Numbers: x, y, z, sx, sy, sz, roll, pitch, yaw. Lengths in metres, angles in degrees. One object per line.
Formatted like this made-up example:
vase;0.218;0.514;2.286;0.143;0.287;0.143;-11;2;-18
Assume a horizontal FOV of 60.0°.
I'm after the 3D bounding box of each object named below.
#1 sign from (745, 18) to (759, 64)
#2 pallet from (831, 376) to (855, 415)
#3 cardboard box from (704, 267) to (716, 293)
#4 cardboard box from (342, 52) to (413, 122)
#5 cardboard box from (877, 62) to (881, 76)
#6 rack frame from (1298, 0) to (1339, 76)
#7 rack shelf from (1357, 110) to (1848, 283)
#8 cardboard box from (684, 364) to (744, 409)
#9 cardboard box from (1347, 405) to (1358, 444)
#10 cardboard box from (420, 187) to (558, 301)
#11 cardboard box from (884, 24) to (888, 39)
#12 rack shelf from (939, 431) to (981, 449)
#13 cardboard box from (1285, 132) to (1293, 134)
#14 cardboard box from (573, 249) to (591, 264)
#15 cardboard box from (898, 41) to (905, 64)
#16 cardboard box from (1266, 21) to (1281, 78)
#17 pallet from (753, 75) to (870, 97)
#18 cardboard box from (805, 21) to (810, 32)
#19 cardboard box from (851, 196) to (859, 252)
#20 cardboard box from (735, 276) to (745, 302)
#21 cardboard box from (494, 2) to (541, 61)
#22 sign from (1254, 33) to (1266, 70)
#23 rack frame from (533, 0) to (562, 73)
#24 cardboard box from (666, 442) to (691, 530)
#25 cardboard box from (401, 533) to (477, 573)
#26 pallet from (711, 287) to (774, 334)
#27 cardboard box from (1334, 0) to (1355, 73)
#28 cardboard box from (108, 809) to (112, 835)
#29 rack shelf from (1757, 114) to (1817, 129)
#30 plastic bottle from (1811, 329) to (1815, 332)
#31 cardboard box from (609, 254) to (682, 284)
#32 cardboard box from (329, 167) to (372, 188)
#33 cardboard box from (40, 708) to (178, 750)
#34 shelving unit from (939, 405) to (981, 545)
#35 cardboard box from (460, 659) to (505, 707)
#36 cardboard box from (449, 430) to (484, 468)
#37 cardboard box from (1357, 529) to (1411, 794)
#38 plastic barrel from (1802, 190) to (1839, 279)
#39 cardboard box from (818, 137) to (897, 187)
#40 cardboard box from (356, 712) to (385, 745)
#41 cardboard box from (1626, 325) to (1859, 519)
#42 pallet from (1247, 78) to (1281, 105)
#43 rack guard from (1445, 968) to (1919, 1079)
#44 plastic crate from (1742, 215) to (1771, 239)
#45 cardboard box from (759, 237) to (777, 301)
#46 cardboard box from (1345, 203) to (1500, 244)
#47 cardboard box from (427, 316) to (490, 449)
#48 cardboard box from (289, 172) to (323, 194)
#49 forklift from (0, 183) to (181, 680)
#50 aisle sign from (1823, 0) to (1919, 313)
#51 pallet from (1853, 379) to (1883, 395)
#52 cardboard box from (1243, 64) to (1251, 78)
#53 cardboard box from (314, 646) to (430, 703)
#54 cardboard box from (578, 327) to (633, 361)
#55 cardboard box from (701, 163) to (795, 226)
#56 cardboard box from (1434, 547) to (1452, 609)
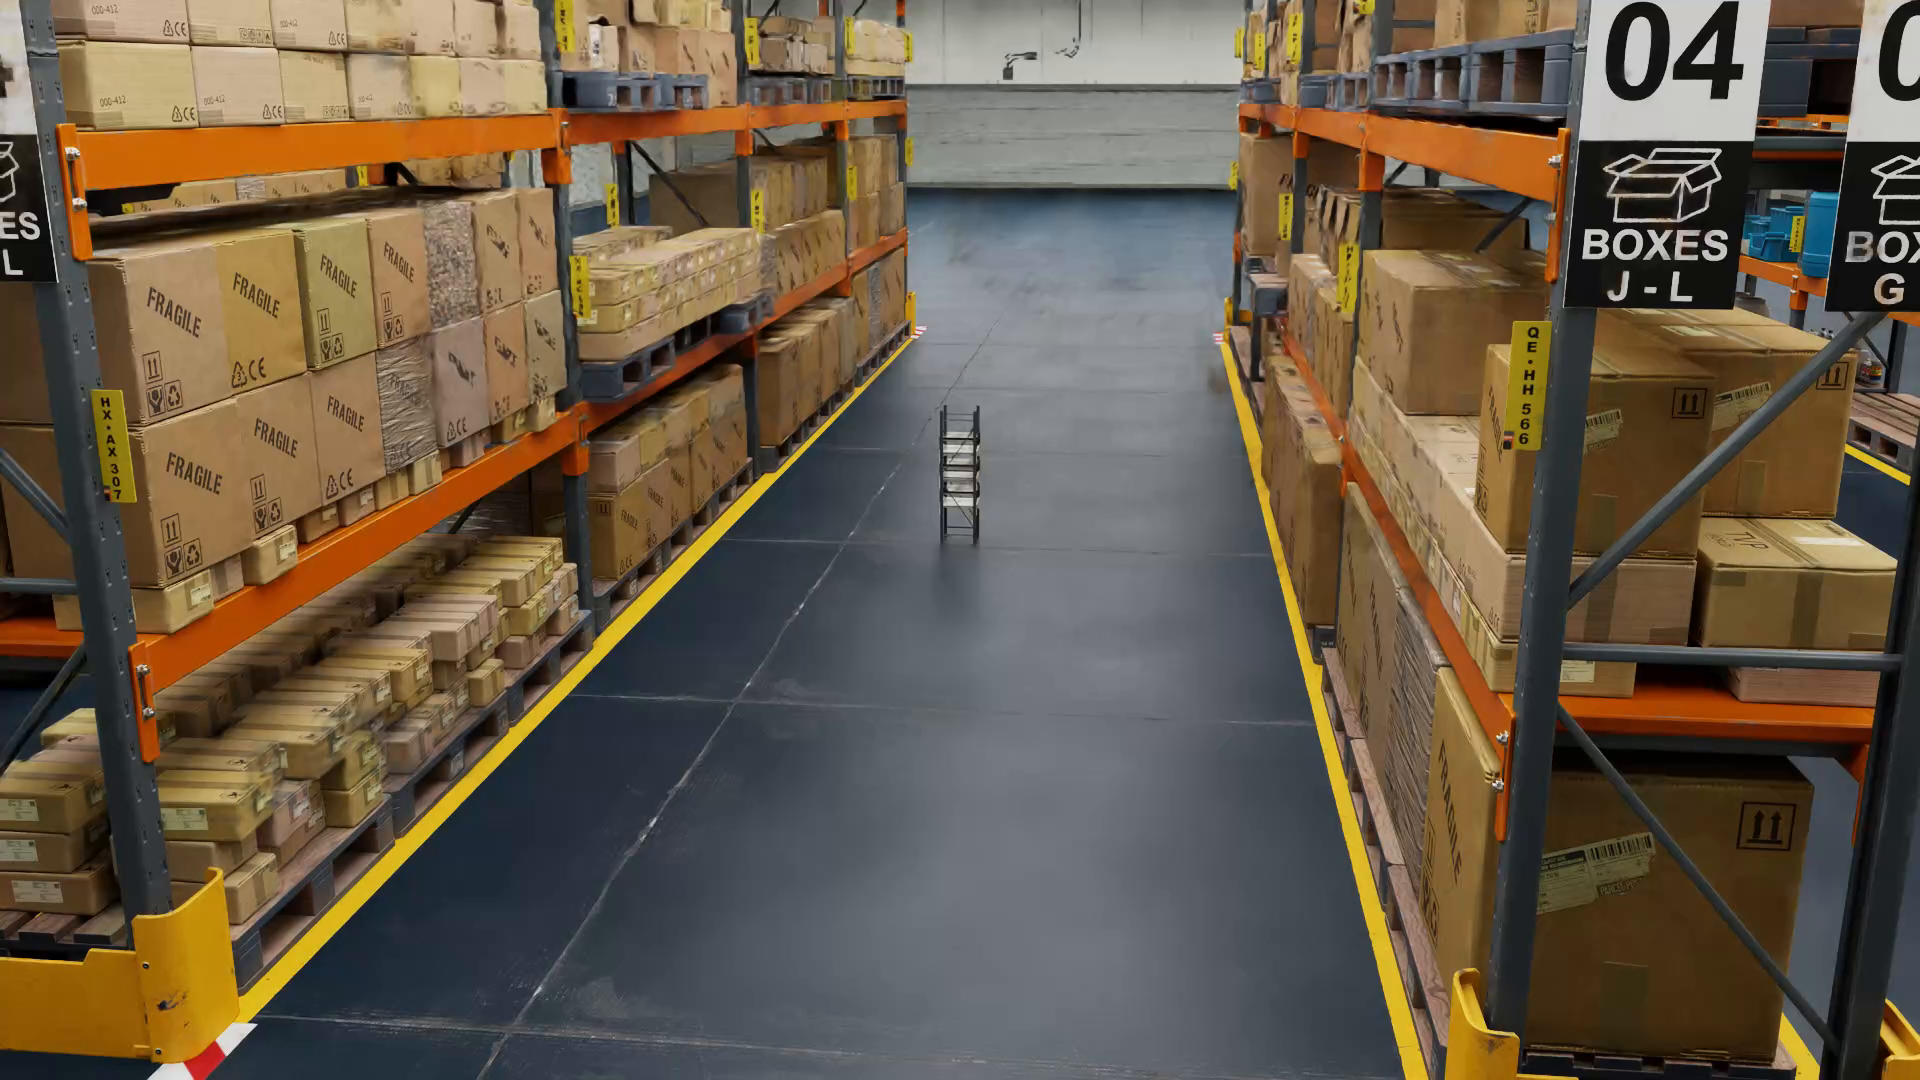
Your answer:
sign;-1.514;-3.620;12.066;0.100;0.325;0.005;2;15;6
pallet;-1.613;-1.428;16.038;1.003;0.211;1.213;2;15;6
cardboard box;-1.799;-1.688;10.764;0.380;0.149;0.250;2;15;8
cardboard box;-2.472;-1.753;6.438;0.500;0.250;0.500;2;15;6
cardboard box;-1.051;-5.033;17.767;0.380;0.149;0.250;2;15;7
rack frame;2.864;-4.663;11.166;1.000;3.000;0.127;2;15;6
rack shelf;2.187;-1.311;5.896;1.077;0.370;4.000;2;15;6
cardboard box;-1.869;-1.112;12.075;0.500;0.250;0.500;1;15;5
cardboard box;2.049;-0.541;7.898;0.380;0.149;0.250;2;15;6
cardboard box;-2.288;-1.446;8.087;0.500;0.500;0.500;1;15;4
cardboard box;-0.994;-5.549;18.149;0.380;0.149;0.250;1;15;5
rack shelf;-0.001;-0.661;10.975;0.258;0.077;0.200;2;15;6
cardboard box;3.951;-4.366;18.885;0.500;0.500;0.500;2;15;6
cardboard box;-2.505;-1.718;10.306;0.380;0.149;0.250;1;15;4
cardboard box;-0.927;-5.649;19.281;0.500;0.250;0.500;2;15;7
cardboard box;3.164;-4.386;14.886;0.797;0.503;0.637;1;15;3
pallet;-1.498;-4.593;16.826;1.003;0.211;1.213;2;15;6
cardboard box;-1.763;-5.306;17.250;0.380;0.149;0.250;2;15;6
cardboard box;-1.532;-3.288;17.288;0.875;0.550;0.550;2;15;6
cardboard box;-1.710;-1.748;11.556;0.380;0.149;0.250;2;15;7
cardboard box;-2.303;-2.391;7.842;0.500;0.250;0.500;1;15;4
sign;2.776;-4.516;15.378;0.100;0.325;0.005;2;15;6
rack frame;-2.504;-3.797;7.966;1.000;3.000;0.127;2;15;6
cardboard box;-2.053;-0.355;10.712;0.500;0.500;0.500;2;15;7
cardboard box;-2.748;0.068;8.681;0.380;0.149;0.250;2;15;9
pallet;-2.027;-1.658;11.916;1.213;0.211;1.003;2;15;6
cardboard box;2.867;-3.307;10.896;0.797;0.503;0.637;3;15;10
cardboard box;-3.096;0.954;5.973;0.380;0.149;0.250;1;15;5
rack shelf;8.463;-4.278;16.867;1.077;0.370;4.000;2;15;6
plastic bottle;8.922;-2.077;17.456;0.061;0.283;0.133;2;15;8
cardboard box;-1.887;-1.629;9.976;0.380;0.149;0.250;2;15;6
cardboard box;-6.266;-3.878;17.081;0.700;0.500;0.500;2;15;6
cardboard box;-3.159;0.743;6.185;0.380;0.149;0.250;1;15;5
shelving unit;-0.001;-0.432;11.037;0.258;0.900;0.210;2;15;6
cardboard box;-2.326;0.652;7.661;0.380;0.149;0.250;2;15;6
cardboard box;-2.368;-0.424;7.466;0.380;0.149;0.250;1;15;4
cardboard box;2.158;0.496;6.847;0.875;0.875;0.875;2;15;6
plastic barrel;7.893;-2.809;14.843;0.600;0.901;0.708;2;15;6
cardboard box;-1.200;-4.367;19.210;0.875;0.550;0.550;2;15;6
cardboard box;-2.542;0.767;6.666;0.380;0.149;0.250;1;15;4
cardboard box;2.341;-0.371;5.069;0.500;0.500;0.500;1;15;5
pallet;3.026;-3.735;13.843;1.213;0.211;1.003;2;15;6
rack guard;1.959;1.521;4.579;1.175;0.500;0.348;2;15;6
plastic crate;8.929;-3.485;18.589;0.499;0.251;0.616;2;15;6
cardboard box;-1.734;-2.096;12.974;0.500;0.500;0.500;2;15;7
cardboard box;2.566;-1.605;9.239;0.797;0.503;0.637;2;15;7
cardboard box;-2.395;-0.696;7.228;0.500;0.500;0.500;2;15;6
cardboard box;-6.410;-3.235;15.815;0.500;0.500;0.500;2;15;7
forklift;-5.044;-1.046;9.417;1.130;2.935;3.031;1;15;4
aisle sign;2.252;-0.919;3.835;0.394;0.787;0.004;2;15;6
pallet;8.354;-1.485;16.250;1.003;0.211;1.213;2;15;6
cardboard box;3.381;-5.281;18.721;0.380;0.149;0.250;2;15;7
cardboard box;-2.430;0.554;6.882;0.380;0.149;0.250;2;15;7
cardboard box;-2.002;-1.072;9.055;0.380;0.149;0.250;1;15;4
cardboard box;-1.823;-2.983;14.340;0.700;0.500;0.500;2;15;6
cardboard box;1.761;0.130;5.416;0.380;0.149;0.250;2;15;7
